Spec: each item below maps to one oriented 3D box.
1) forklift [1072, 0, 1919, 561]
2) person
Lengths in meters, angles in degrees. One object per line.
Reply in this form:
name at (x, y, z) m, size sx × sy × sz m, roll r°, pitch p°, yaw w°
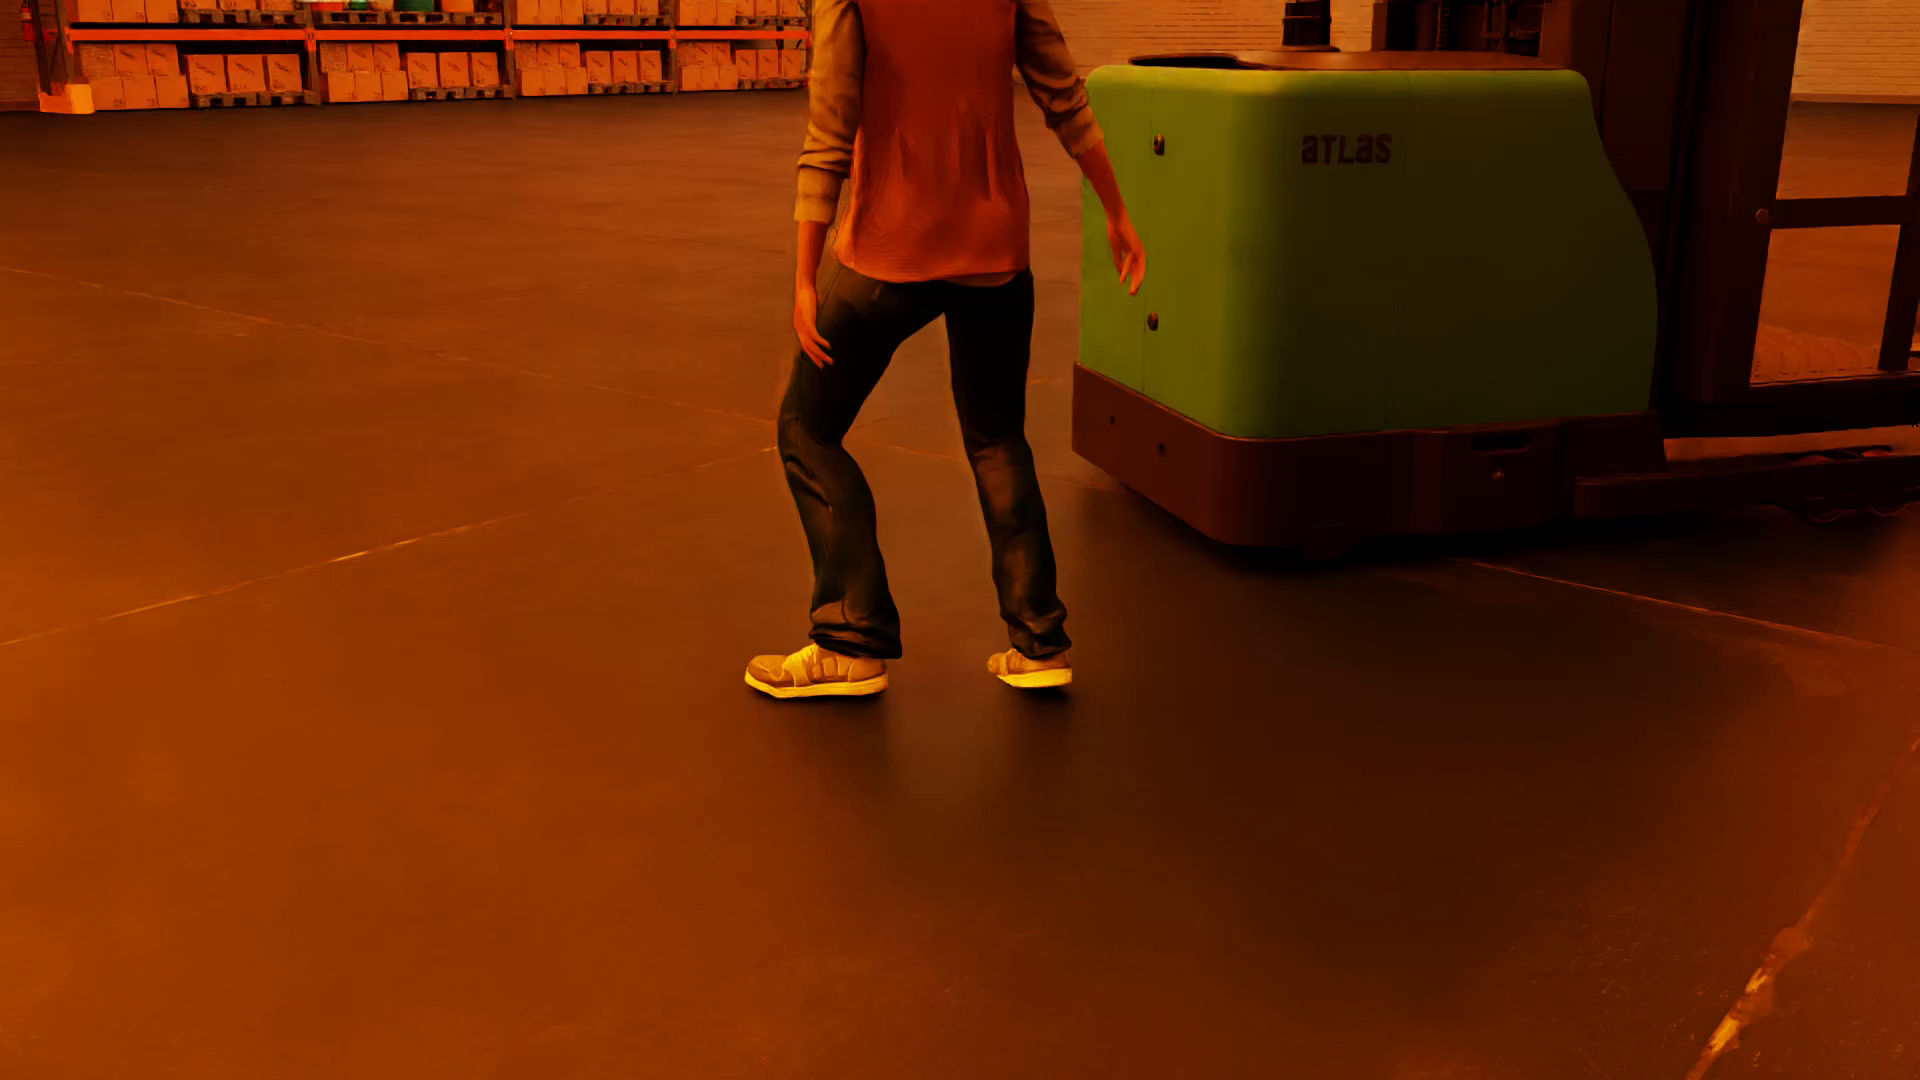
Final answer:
forklift at (1.878, -1.585, 4.116) m, size 3.031 × 2.935 × 1.130 m, roll -5°, pitch 18°, yaw -16°
person at (-0.018, -0.462, 2.897) m, size 0.745 × 1.566 × 0.420 m, roll -7°, pitch 18°, yaw -22°
